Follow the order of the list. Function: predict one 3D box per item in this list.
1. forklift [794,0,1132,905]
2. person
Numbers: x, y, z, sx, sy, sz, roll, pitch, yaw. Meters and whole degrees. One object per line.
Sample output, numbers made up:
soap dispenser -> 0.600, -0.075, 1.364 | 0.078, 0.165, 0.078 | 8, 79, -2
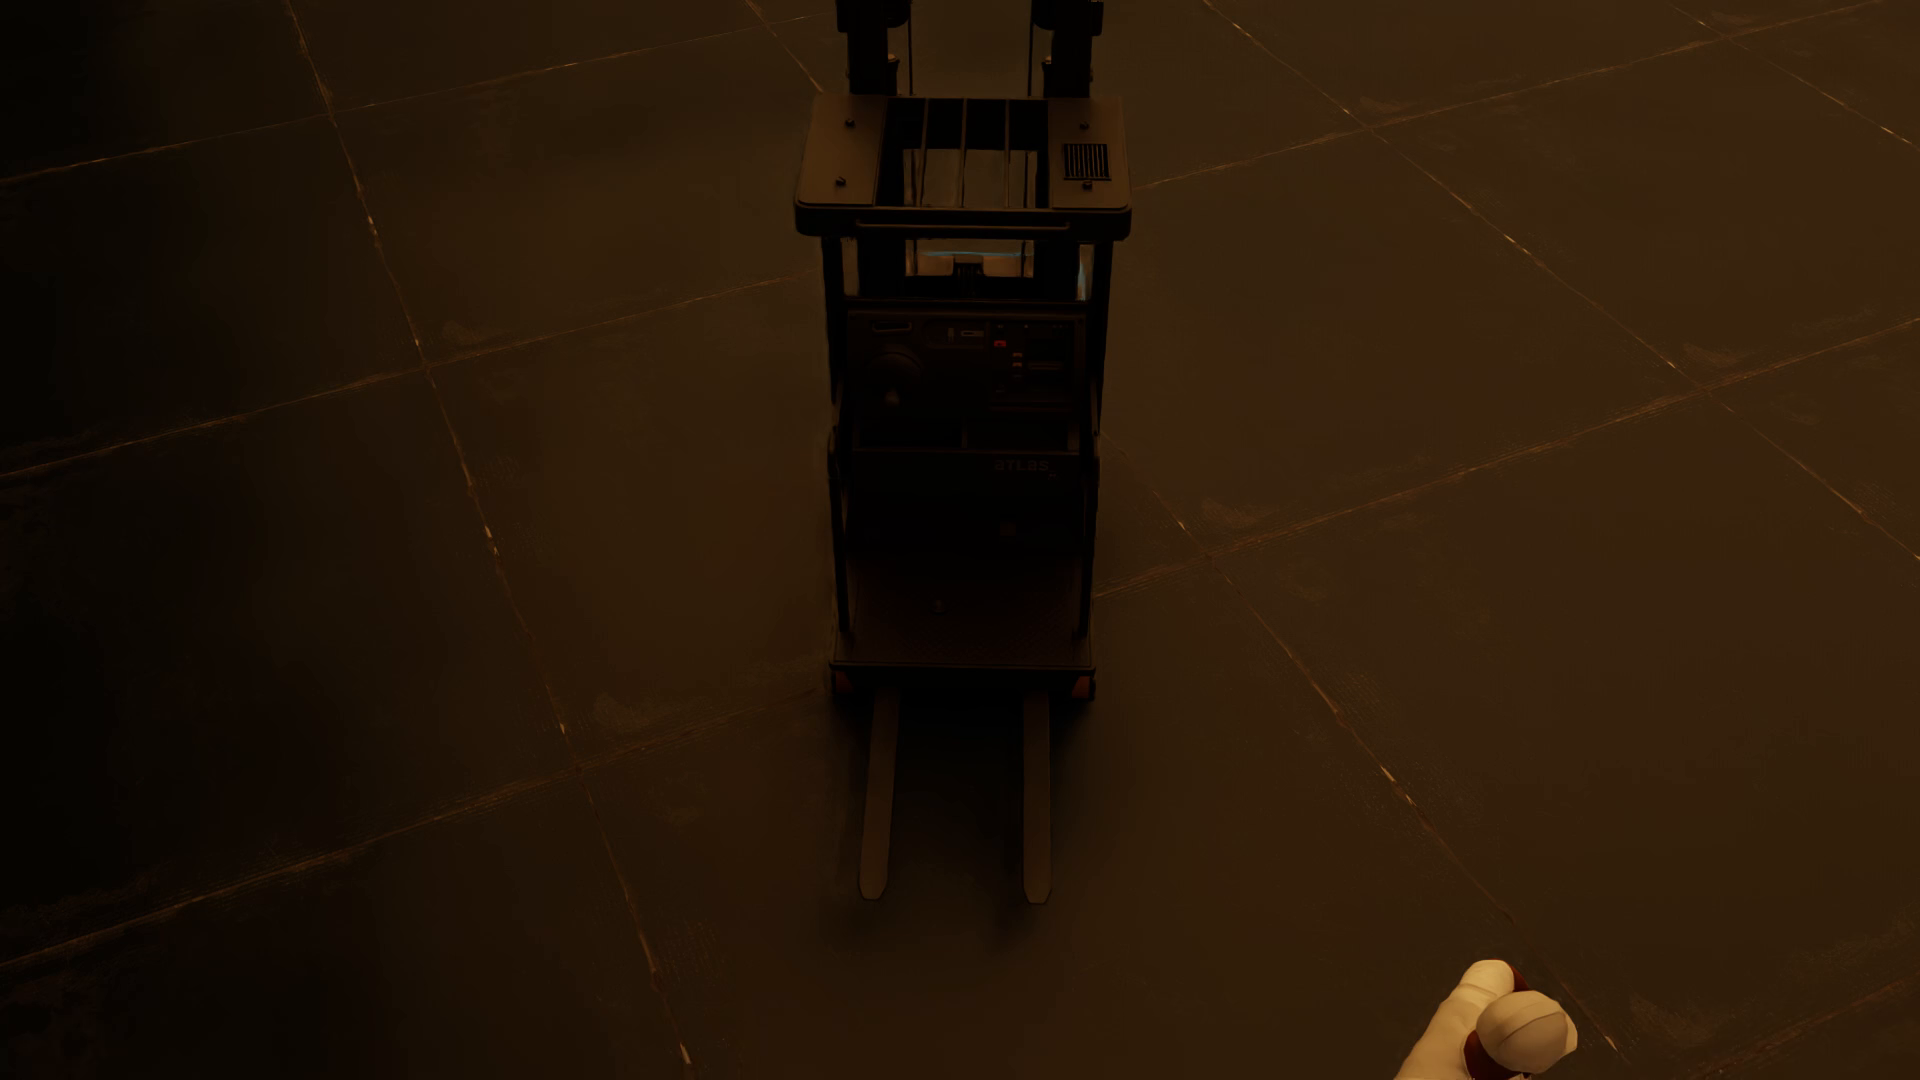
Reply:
forklift -> 0.021, -0.617, 6.341 | 1.130, 2.935, 3.031 | 1, 43, 1
person -> 1.409, 1.771, 4.770 | 1.127, 1.640, 0.503 | -33, 52, -31
